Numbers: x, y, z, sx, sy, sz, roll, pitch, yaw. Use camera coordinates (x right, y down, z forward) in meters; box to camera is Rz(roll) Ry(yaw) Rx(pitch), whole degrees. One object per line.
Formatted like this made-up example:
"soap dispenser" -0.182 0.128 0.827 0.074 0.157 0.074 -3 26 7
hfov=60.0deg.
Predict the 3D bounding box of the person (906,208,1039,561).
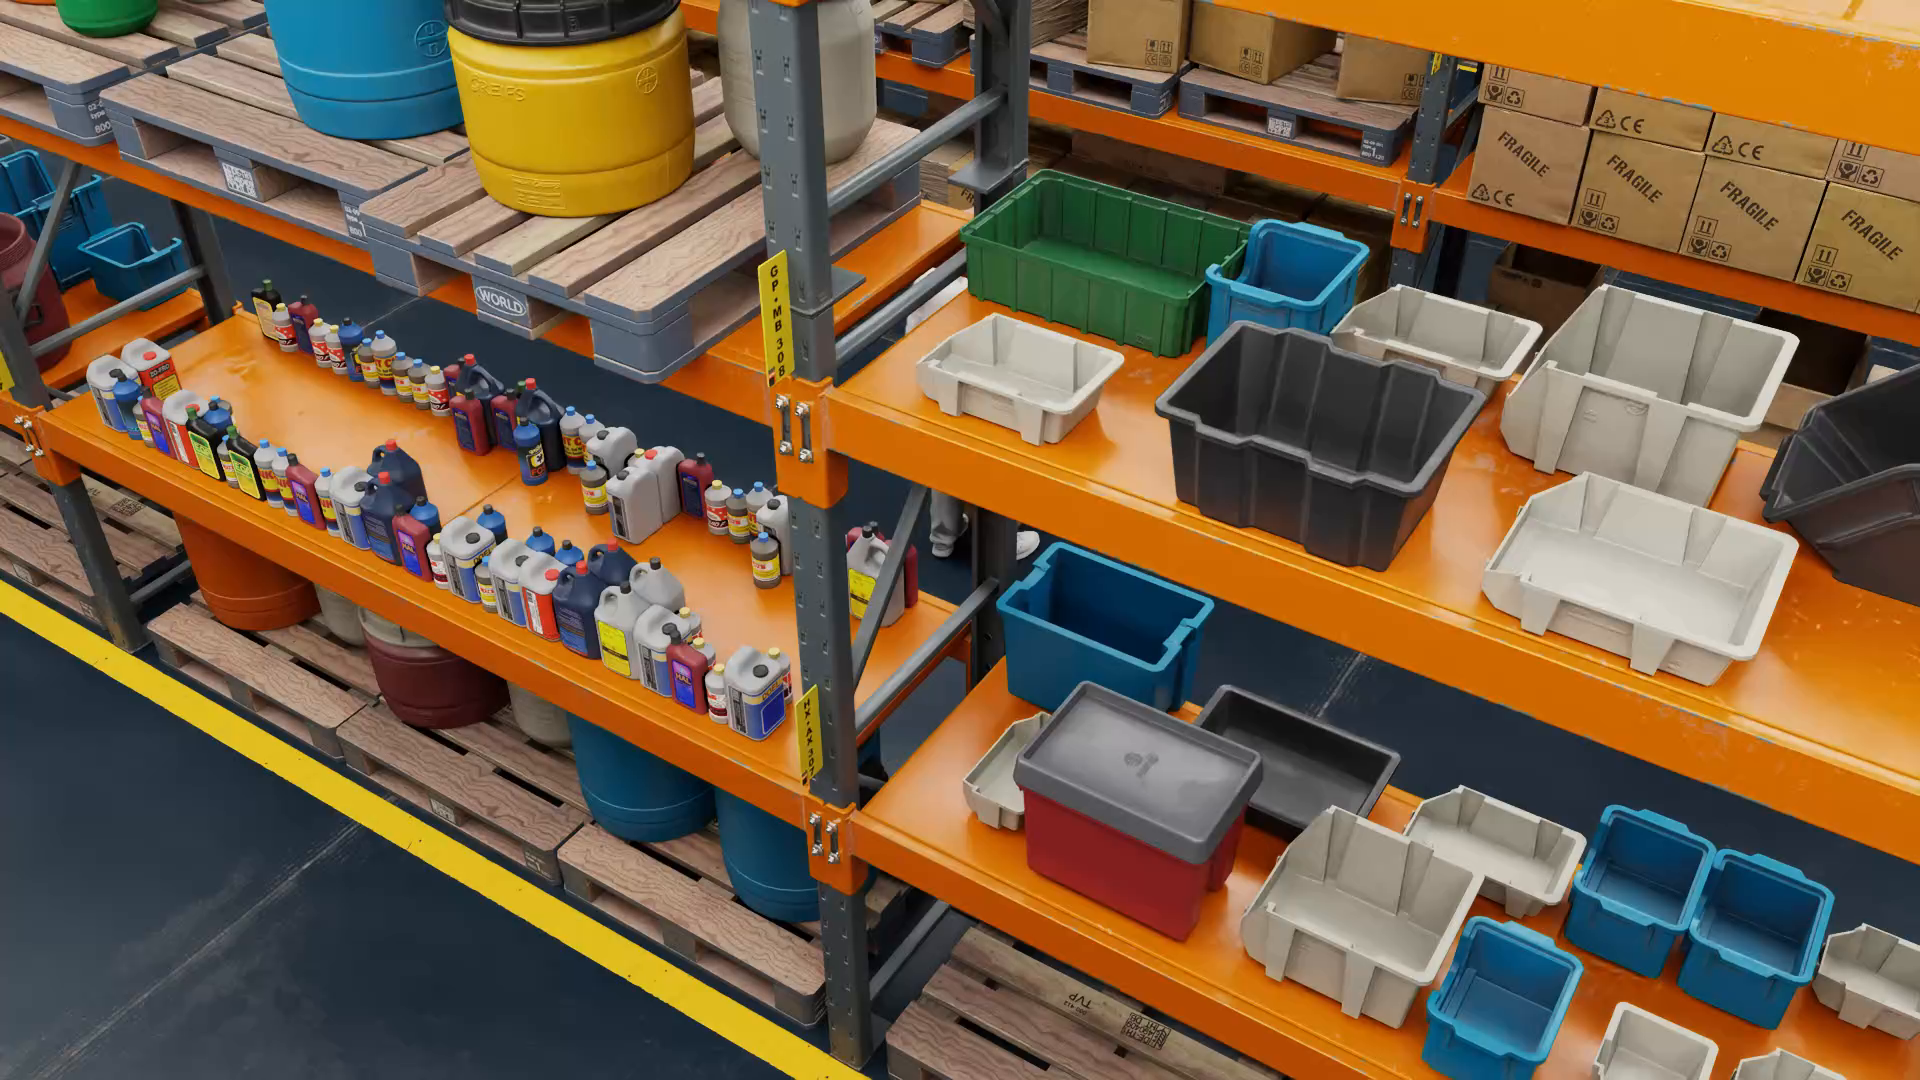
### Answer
"person" 0.054 -0.667 7.549 0.642 1.774 0.421 21 43 25
